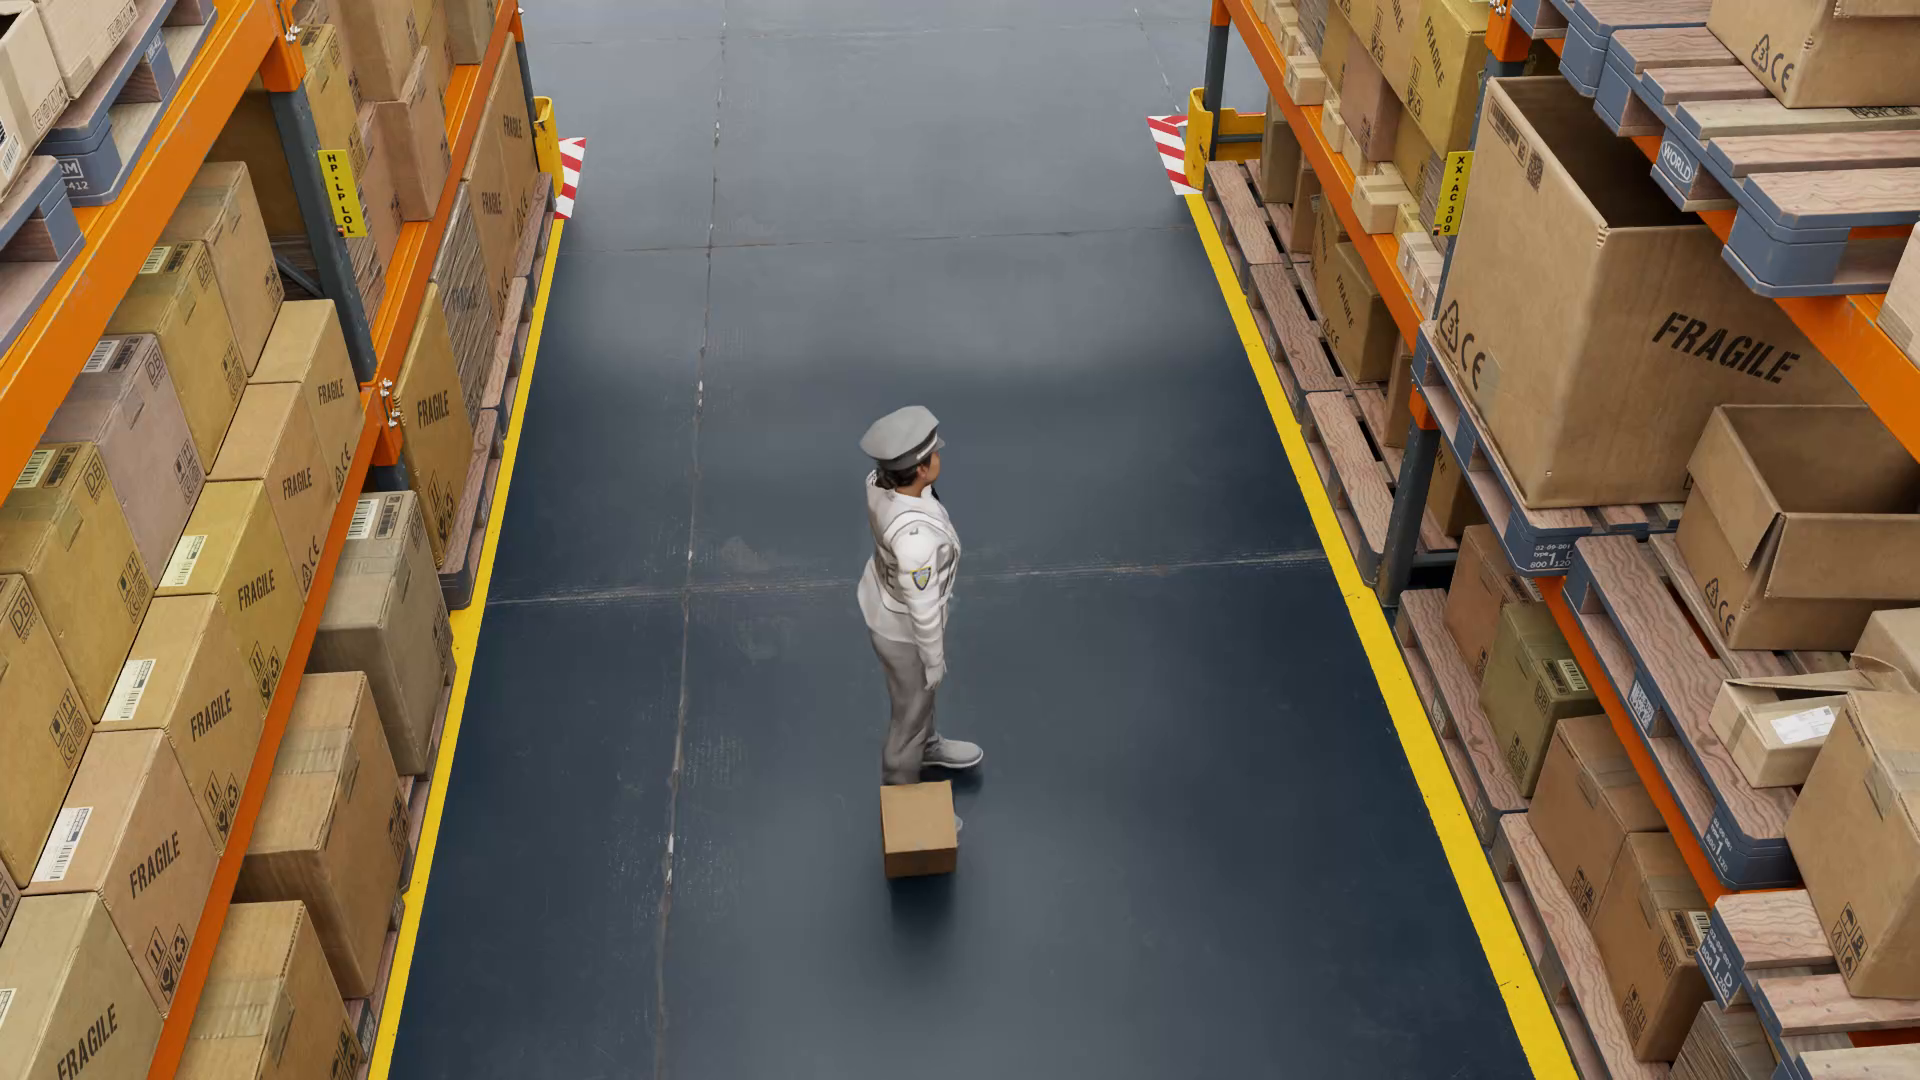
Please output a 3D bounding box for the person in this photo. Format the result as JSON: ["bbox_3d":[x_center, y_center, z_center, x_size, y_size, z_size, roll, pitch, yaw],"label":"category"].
[{"bbox_3d":[-0.113,0.287,5.755,0.451,1.689,0.515,-9,40,-11],"label":"person"}]
